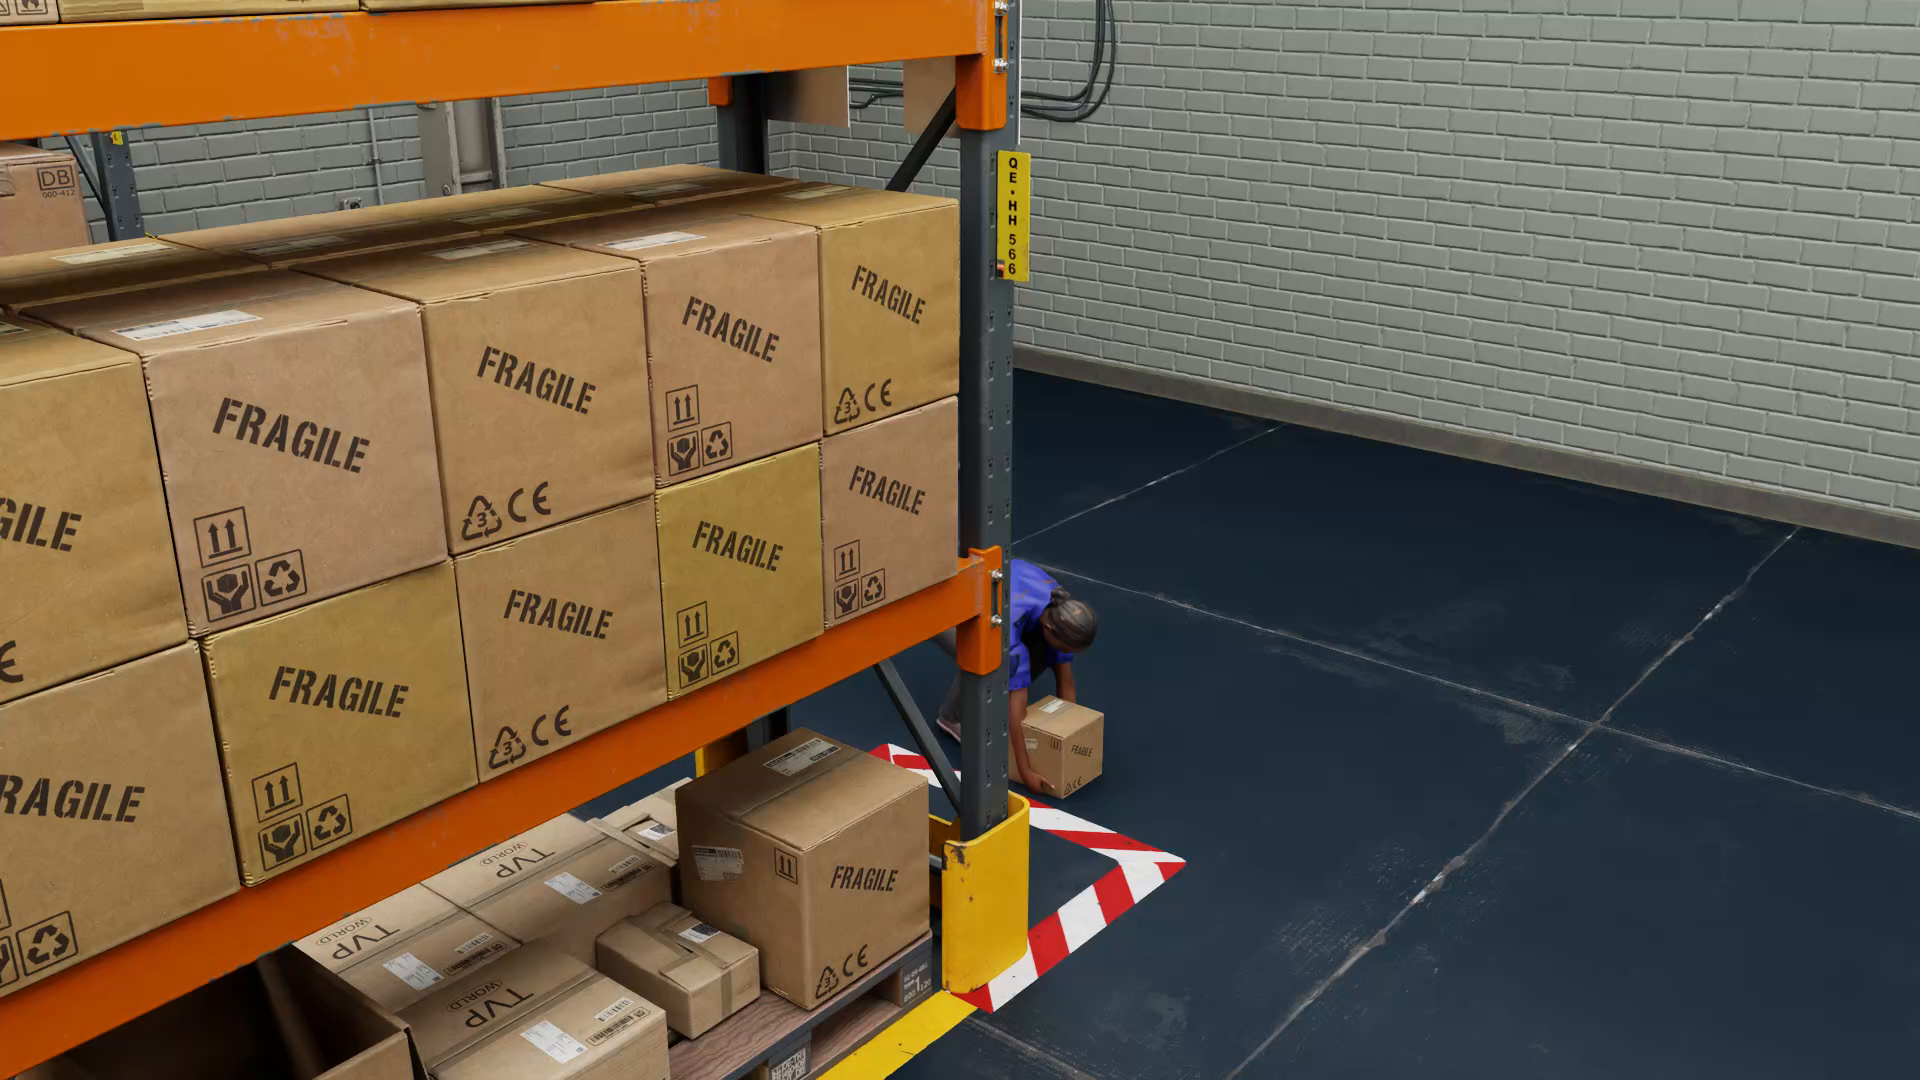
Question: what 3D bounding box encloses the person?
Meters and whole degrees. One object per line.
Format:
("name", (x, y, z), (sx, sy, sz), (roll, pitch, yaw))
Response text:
("person", (0.164, 0.434, 6.267), (0.876, 0.752, 0.498), (18, 27, 40))
